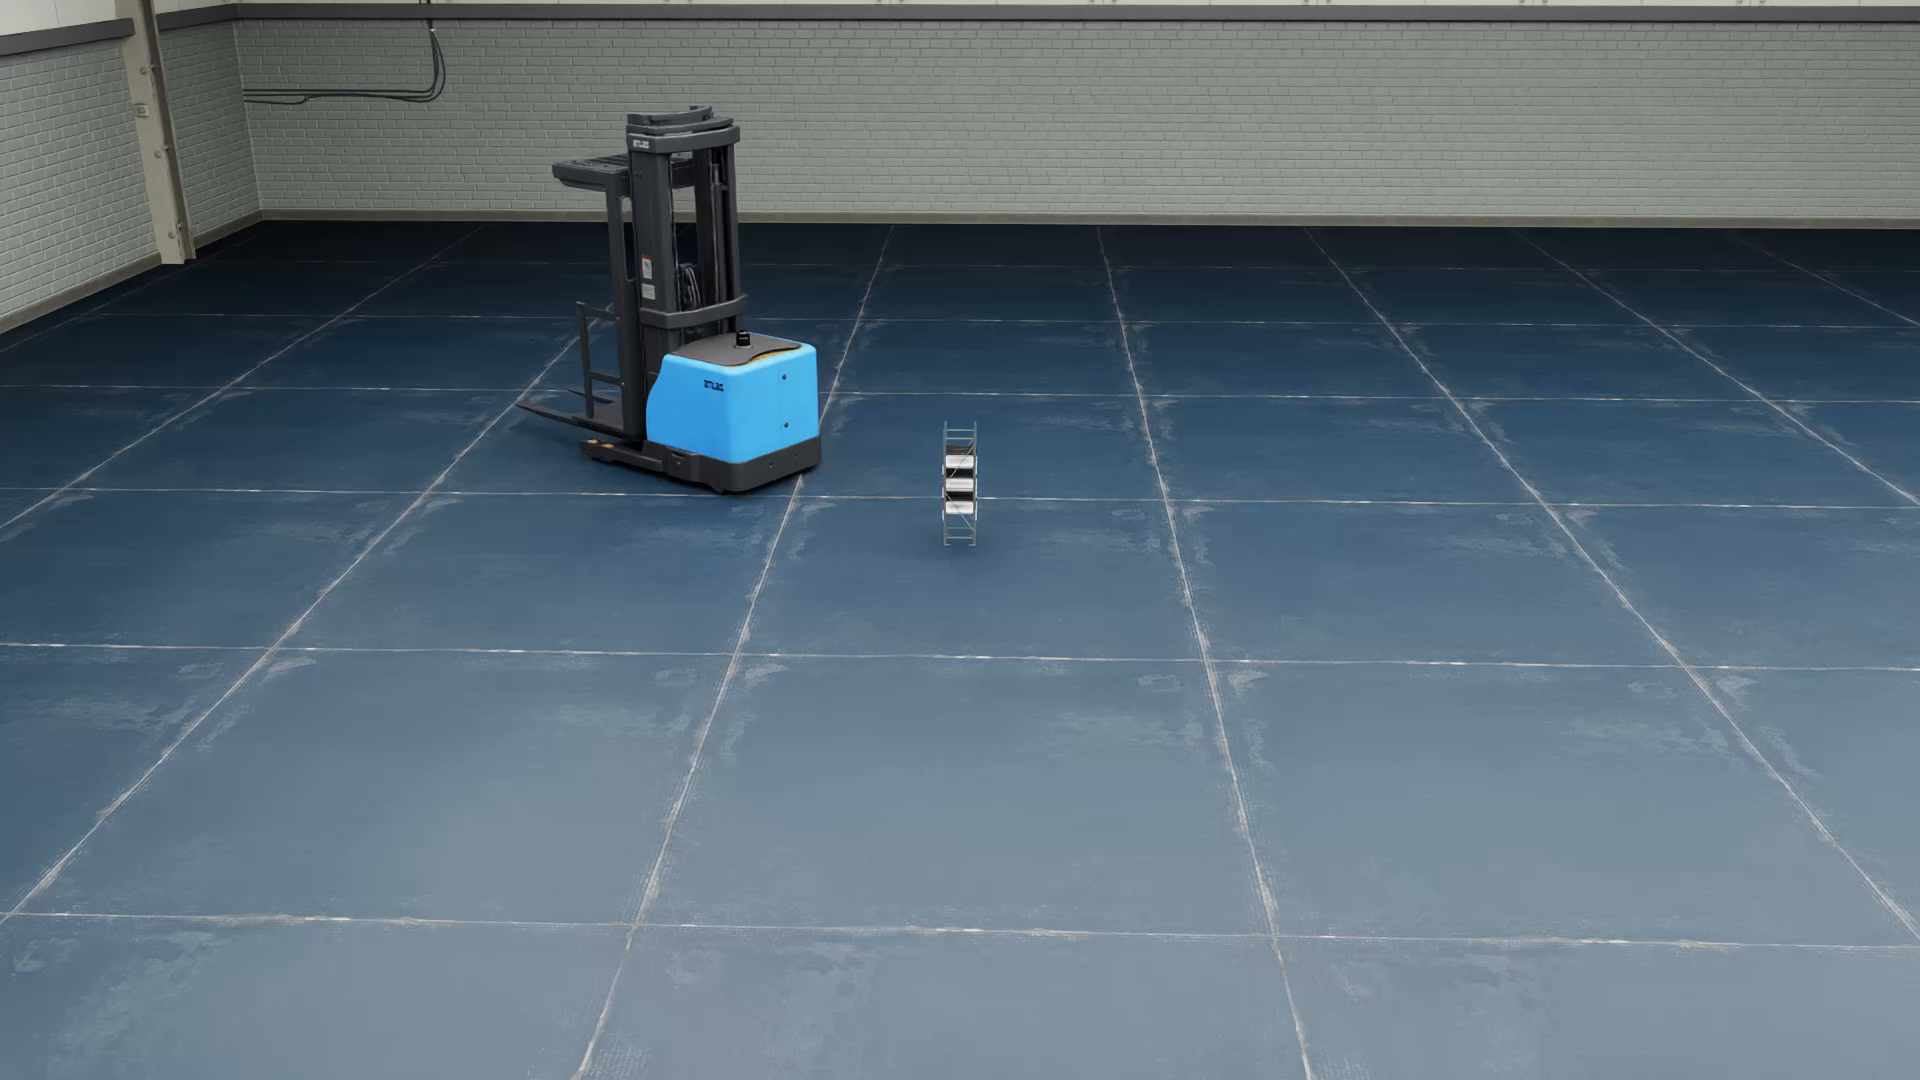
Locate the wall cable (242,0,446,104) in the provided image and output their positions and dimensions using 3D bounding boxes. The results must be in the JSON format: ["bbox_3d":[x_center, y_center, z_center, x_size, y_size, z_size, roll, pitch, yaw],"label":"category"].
[{"bbox_3d":[-8.975,-7.508,23.732,3.097,2.526,0.112,1,21,2],"label":"wall cable"}]

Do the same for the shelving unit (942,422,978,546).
[{"bbox_3d":[0.000,-0.417,12.359,0.258,0.900,0.210,1,21,2],"label":"shelving unit"}]

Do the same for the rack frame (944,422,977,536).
[{"bbox_3d":[0.003,-0.453,12.453,0.240,0.900,0.006,1,21,2],"label":"rack frame"}]

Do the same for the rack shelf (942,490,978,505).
[{"bbox_3d":[0.000,-0.302,12.403,0.258,0.077,0.200,1,21,2],"label":"rack shelf"}]

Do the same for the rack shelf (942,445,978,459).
[{"bbox_3d":[0.000,-0.637,12.273,0.258,0.077,0.200,1,21,2],"label":"rack shelf"}]

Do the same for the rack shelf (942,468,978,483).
[{"bbox_3d":[0.000,-0.469,12.338,0.258,0.077,0.200,1,21,2],"label":"rack shelf"}]

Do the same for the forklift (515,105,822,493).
[{"bbox_3d":[-2.645,-2.157,14.035,3.031,2.935,1.130,16,26,35],"label":"forklift"}]

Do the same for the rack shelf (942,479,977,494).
[{"bbox_3d":[0.000,-0.386,12.371,0.258,0.077,0.200,1,21,2],"label":"rack shelf"}]

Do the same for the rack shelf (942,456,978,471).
[{"bbox_3d":[0.000,-0.553,12.306,0.258,0.077,0.200,1,21,2],"label":"rack shelf"}]

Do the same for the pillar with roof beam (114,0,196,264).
[{"bbox_3d":[-6.084,-7.858,20.340,9.100,9.000,0.400,1,21,2],"label":"pillar with roof beam"}]

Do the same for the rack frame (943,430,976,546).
[{"bbox_3d":[-0.003,-0.380,12.264,0.240,0.900,0.006,1,21,2],"label":"rack frame"}]

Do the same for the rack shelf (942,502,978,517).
[{"bbox_3d":[0.000,-0.218,12.436,0.258,0.077,0.200,1,21,2],"label":"rack shelf"}]
